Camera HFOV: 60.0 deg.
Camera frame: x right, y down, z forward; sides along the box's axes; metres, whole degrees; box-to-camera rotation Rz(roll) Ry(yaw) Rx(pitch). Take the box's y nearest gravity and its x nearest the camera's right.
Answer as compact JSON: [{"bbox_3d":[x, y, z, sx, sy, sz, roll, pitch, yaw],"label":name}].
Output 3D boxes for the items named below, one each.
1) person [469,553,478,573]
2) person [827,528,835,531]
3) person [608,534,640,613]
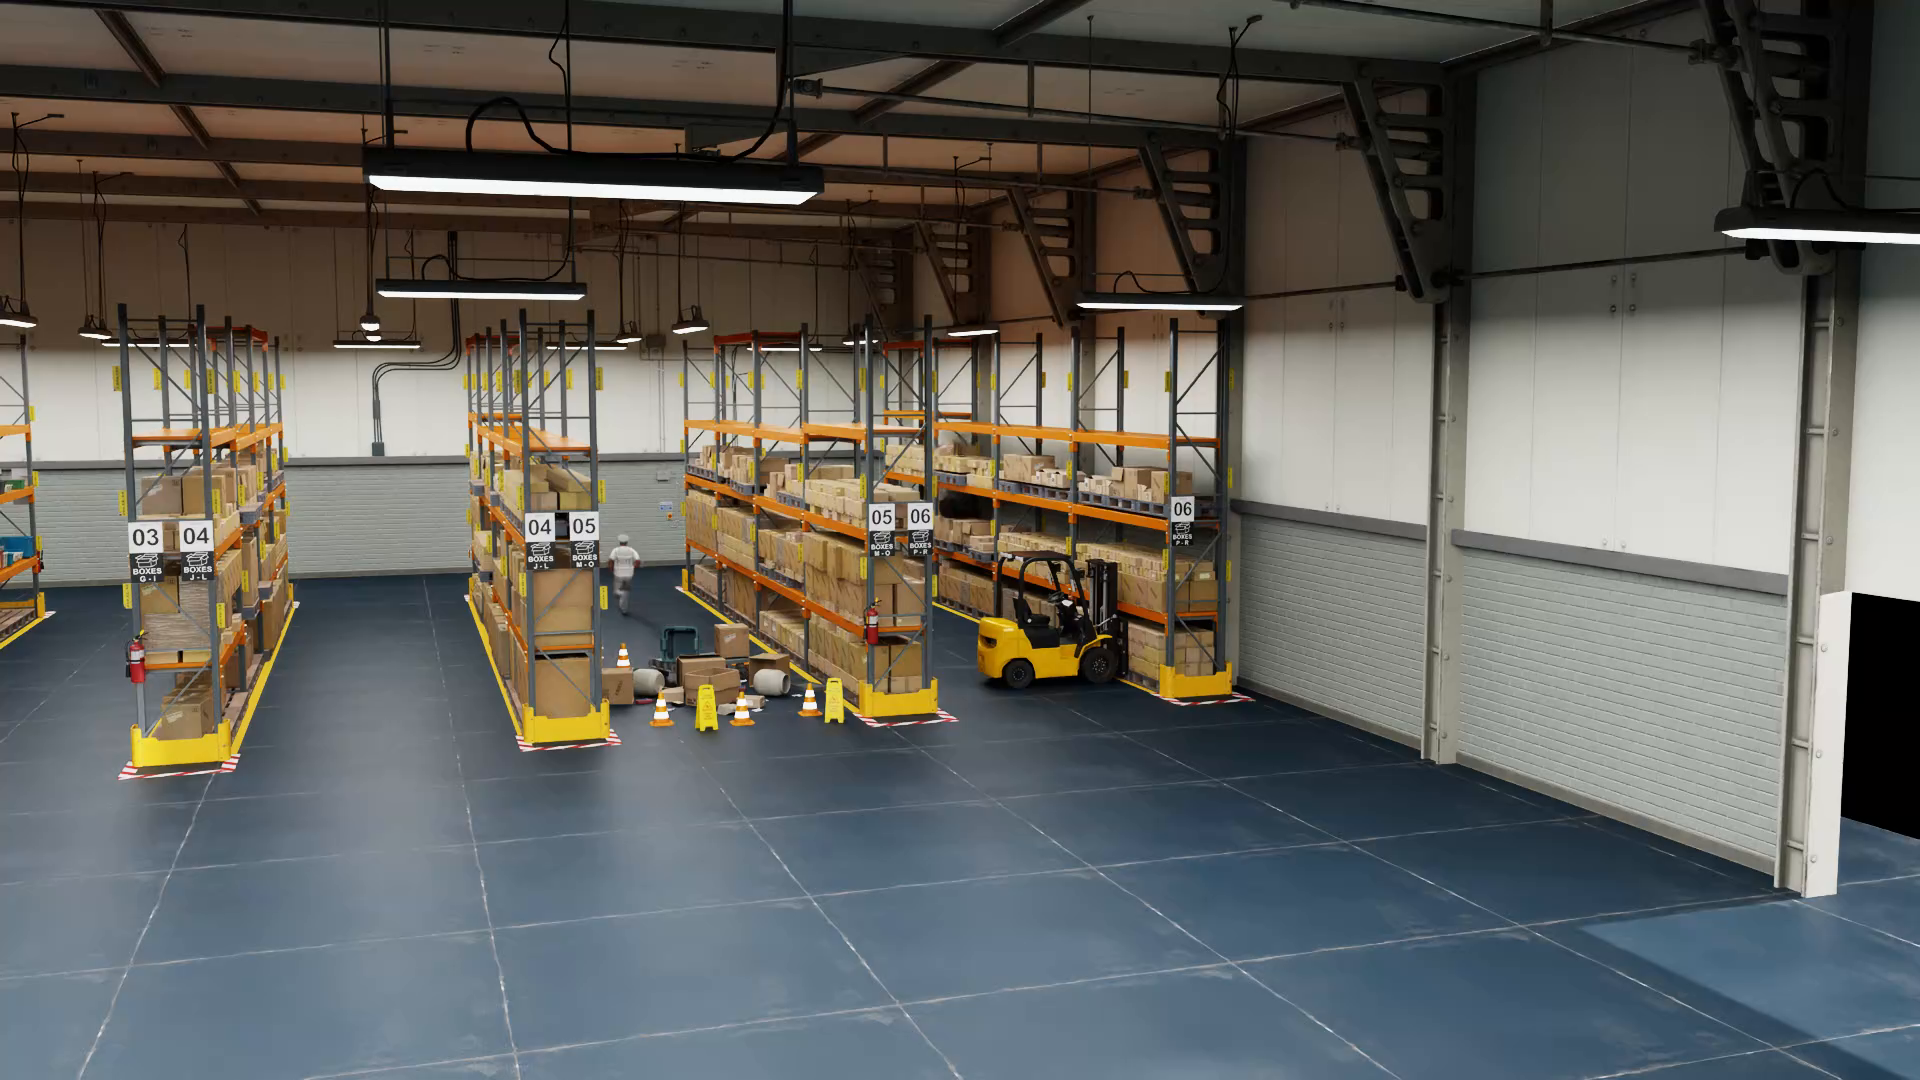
[{"bbox_3d":[-11.229,0.479,39.198,0.635,1.646,0.590,-4,7,-34],"label":"person"},{"bbox_3d":[-2.946,0.278,37.676,0.601,1.873,0.806,-3,6,-25],"label":"person"},{"bbox_3d":[-7.252,0.752,35.898,0.681,1.758,0.706,-2,6,-24],"label":"person"}]
